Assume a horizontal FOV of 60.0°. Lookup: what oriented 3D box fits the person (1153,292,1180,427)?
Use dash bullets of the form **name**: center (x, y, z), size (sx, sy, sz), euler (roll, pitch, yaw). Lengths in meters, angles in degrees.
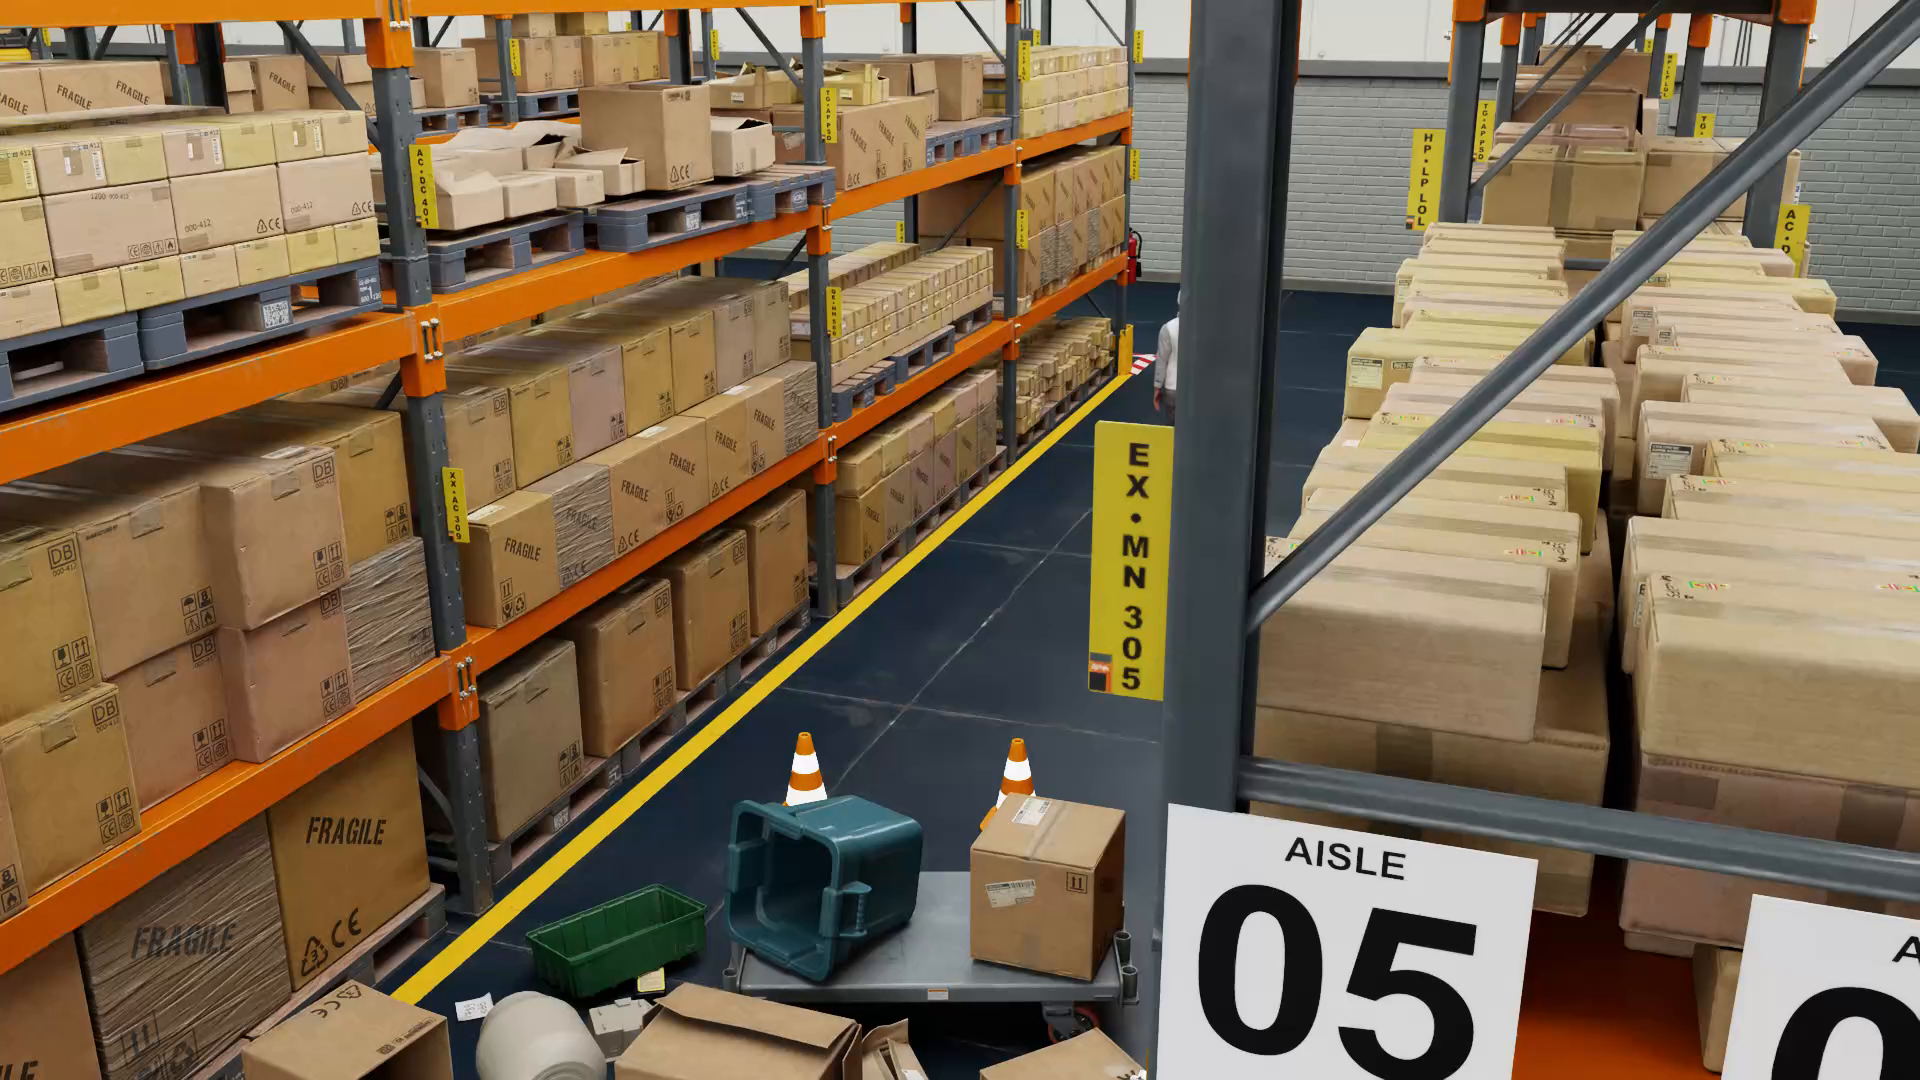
- **person**: center (1.924, -1.288, 13.858), size (0.570, 1.770, 0.858), euler (4, 19, 13)
